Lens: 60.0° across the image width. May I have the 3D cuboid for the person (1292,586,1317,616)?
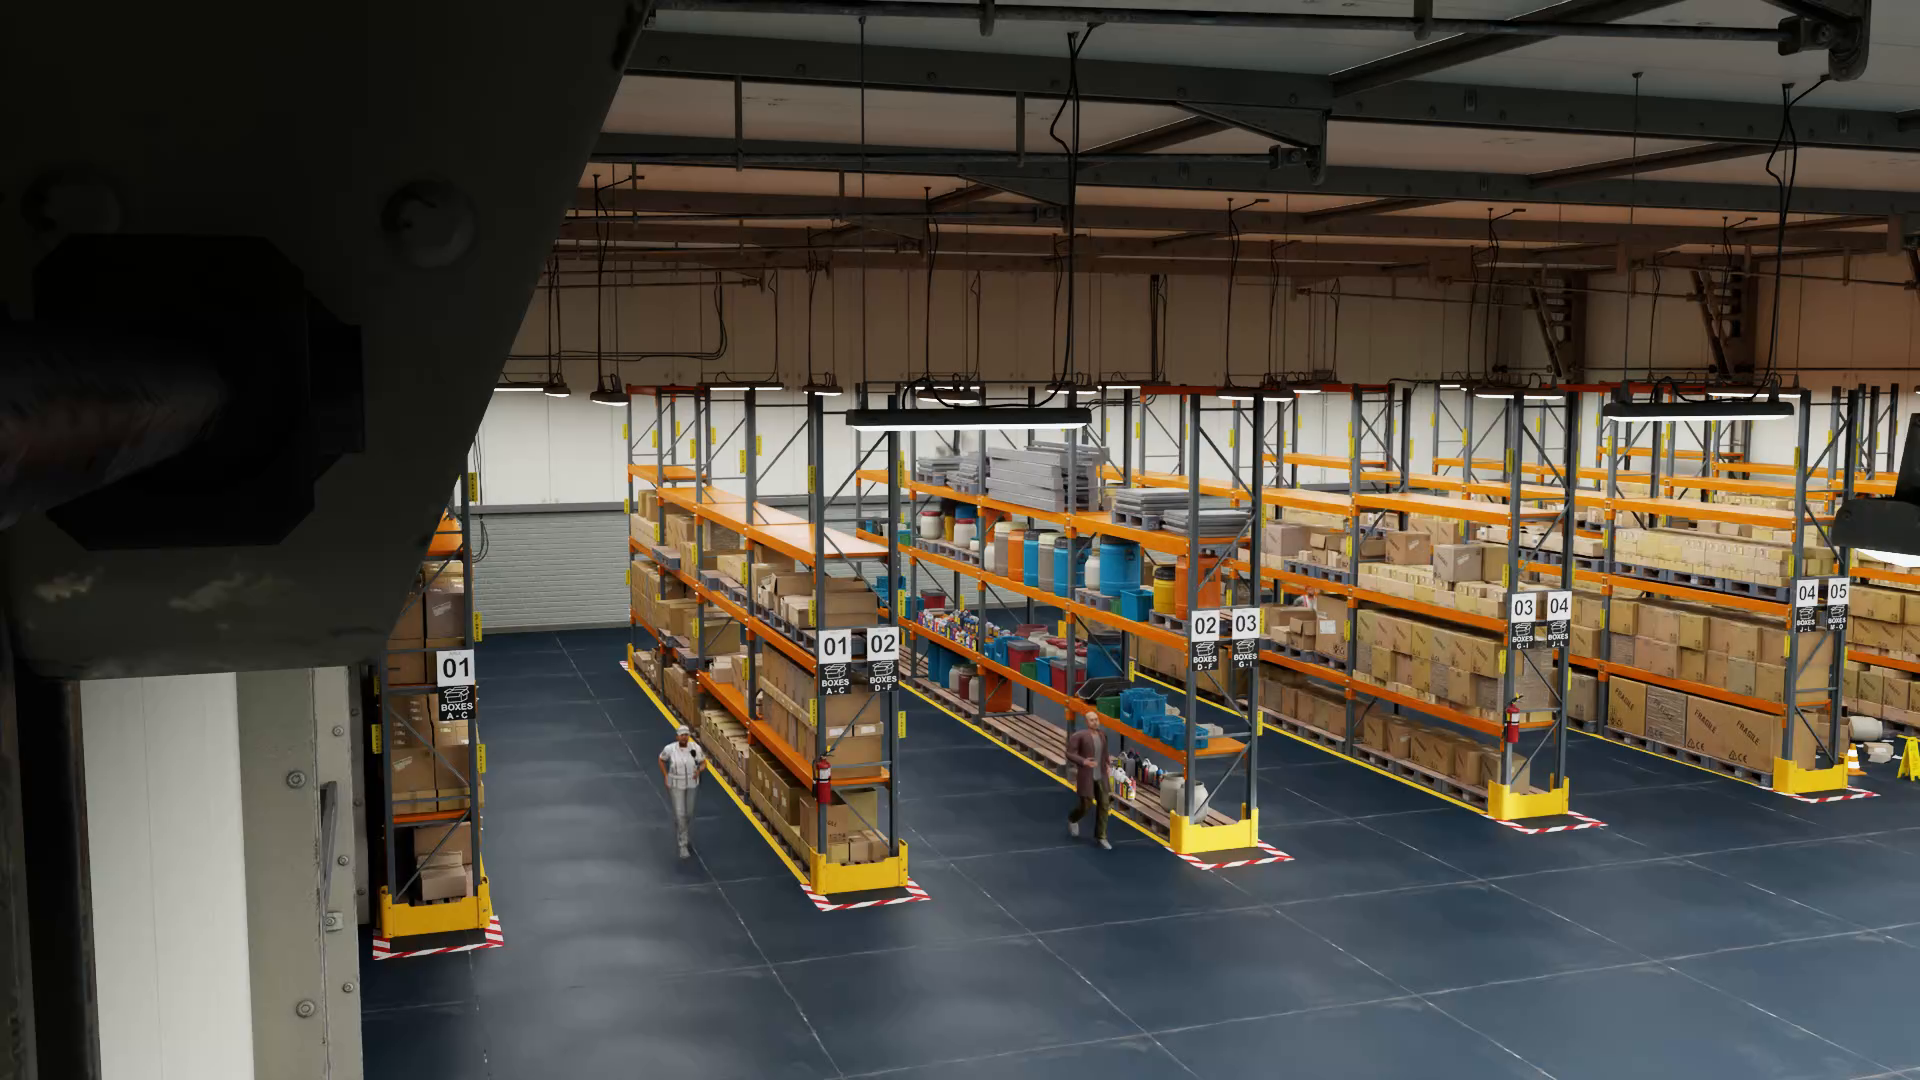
[{"bbox_3d":[7.474,1.796,35.419,0.624,1.770,0.667,-2,6,-19],"label":"person"}]

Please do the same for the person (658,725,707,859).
[{"bbox_3d":[-3.624,3.249,21.863,0.606,1.681,0.885,-2,6,-23],"label":"person"}]

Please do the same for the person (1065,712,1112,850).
[{"bbox_3d":[1.732,3.170,22.160,0.717,1.789,0.885,-3,6,-24],"label":"person"}]
